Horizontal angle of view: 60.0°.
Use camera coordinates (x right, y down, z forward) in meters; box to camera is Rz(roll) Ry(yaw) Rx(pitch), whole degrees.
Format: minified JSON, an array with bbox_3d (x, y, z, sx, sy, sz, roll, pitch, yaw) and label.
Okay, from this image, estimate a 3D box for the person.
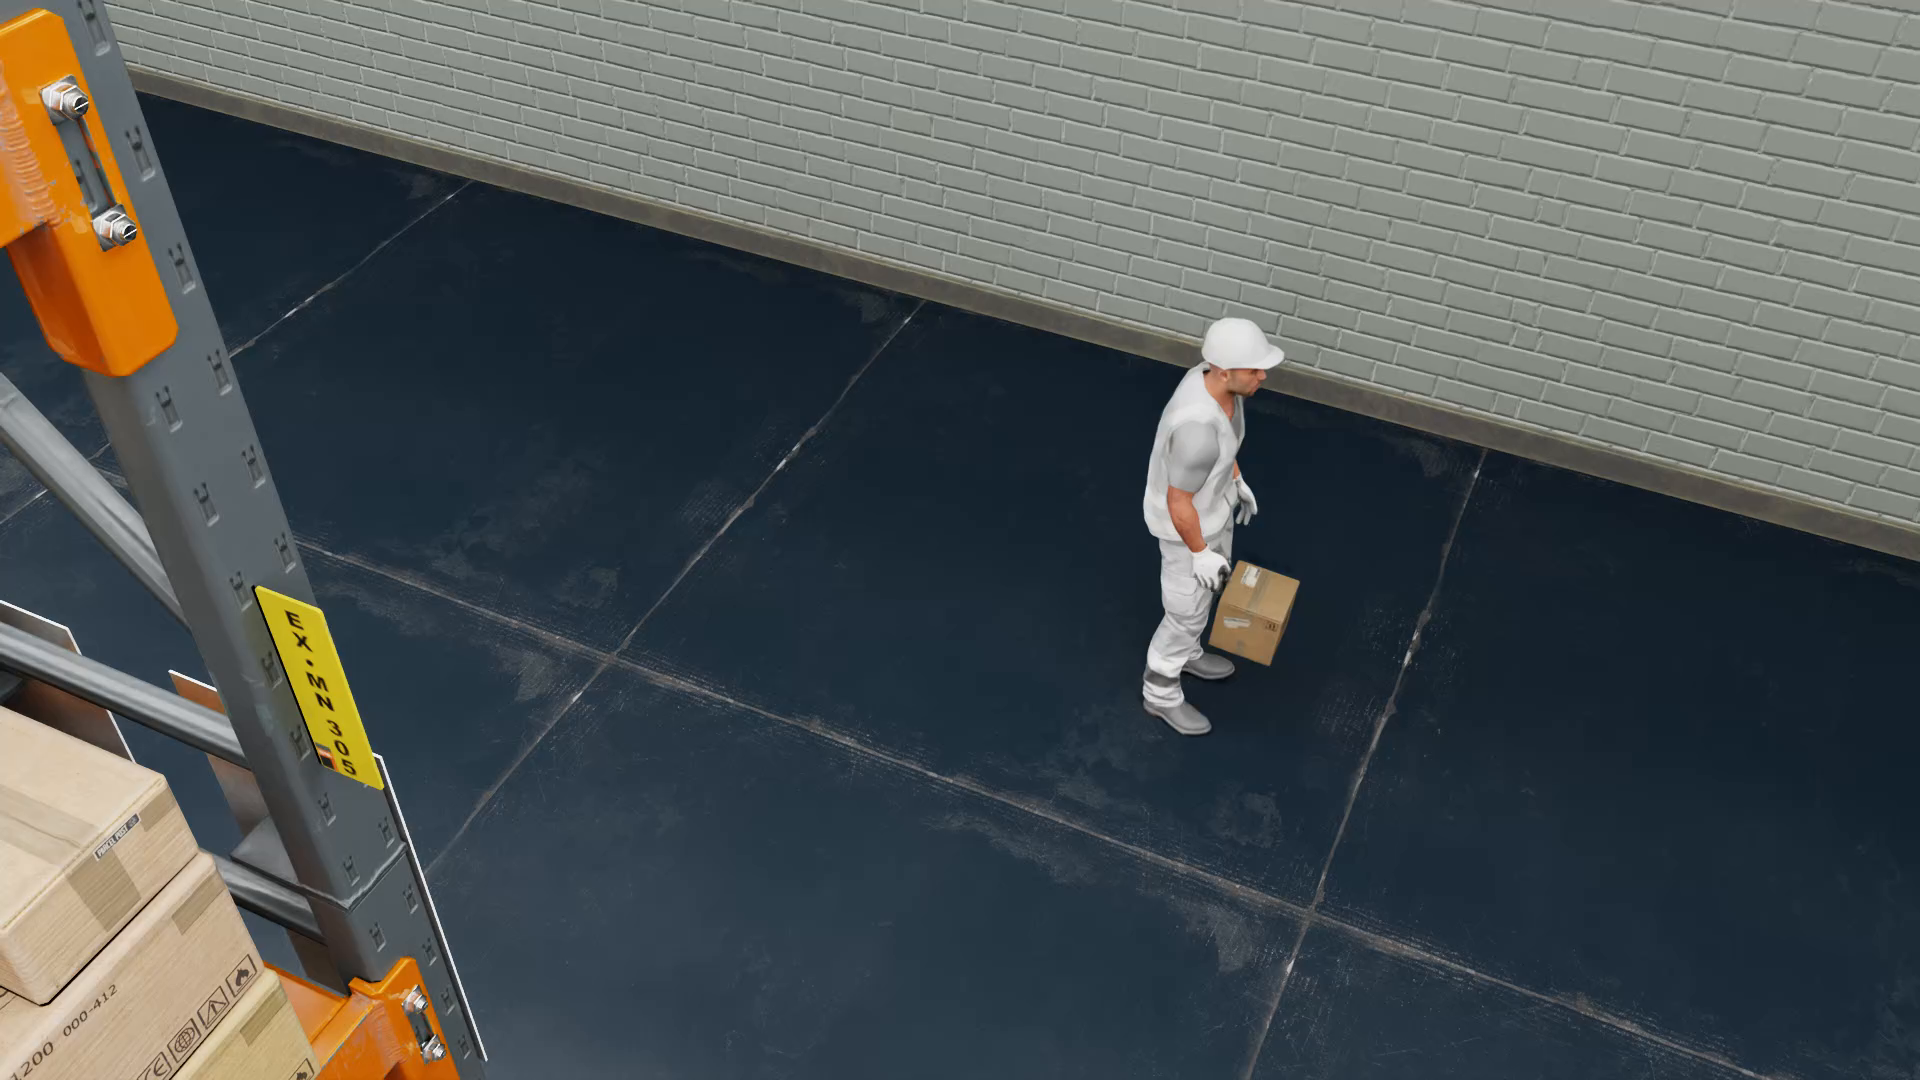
[{"bbox_3d":[0.904,-0.075,6.229,0.417,1.785,0.553,16,44,17],"label":"person"}]
